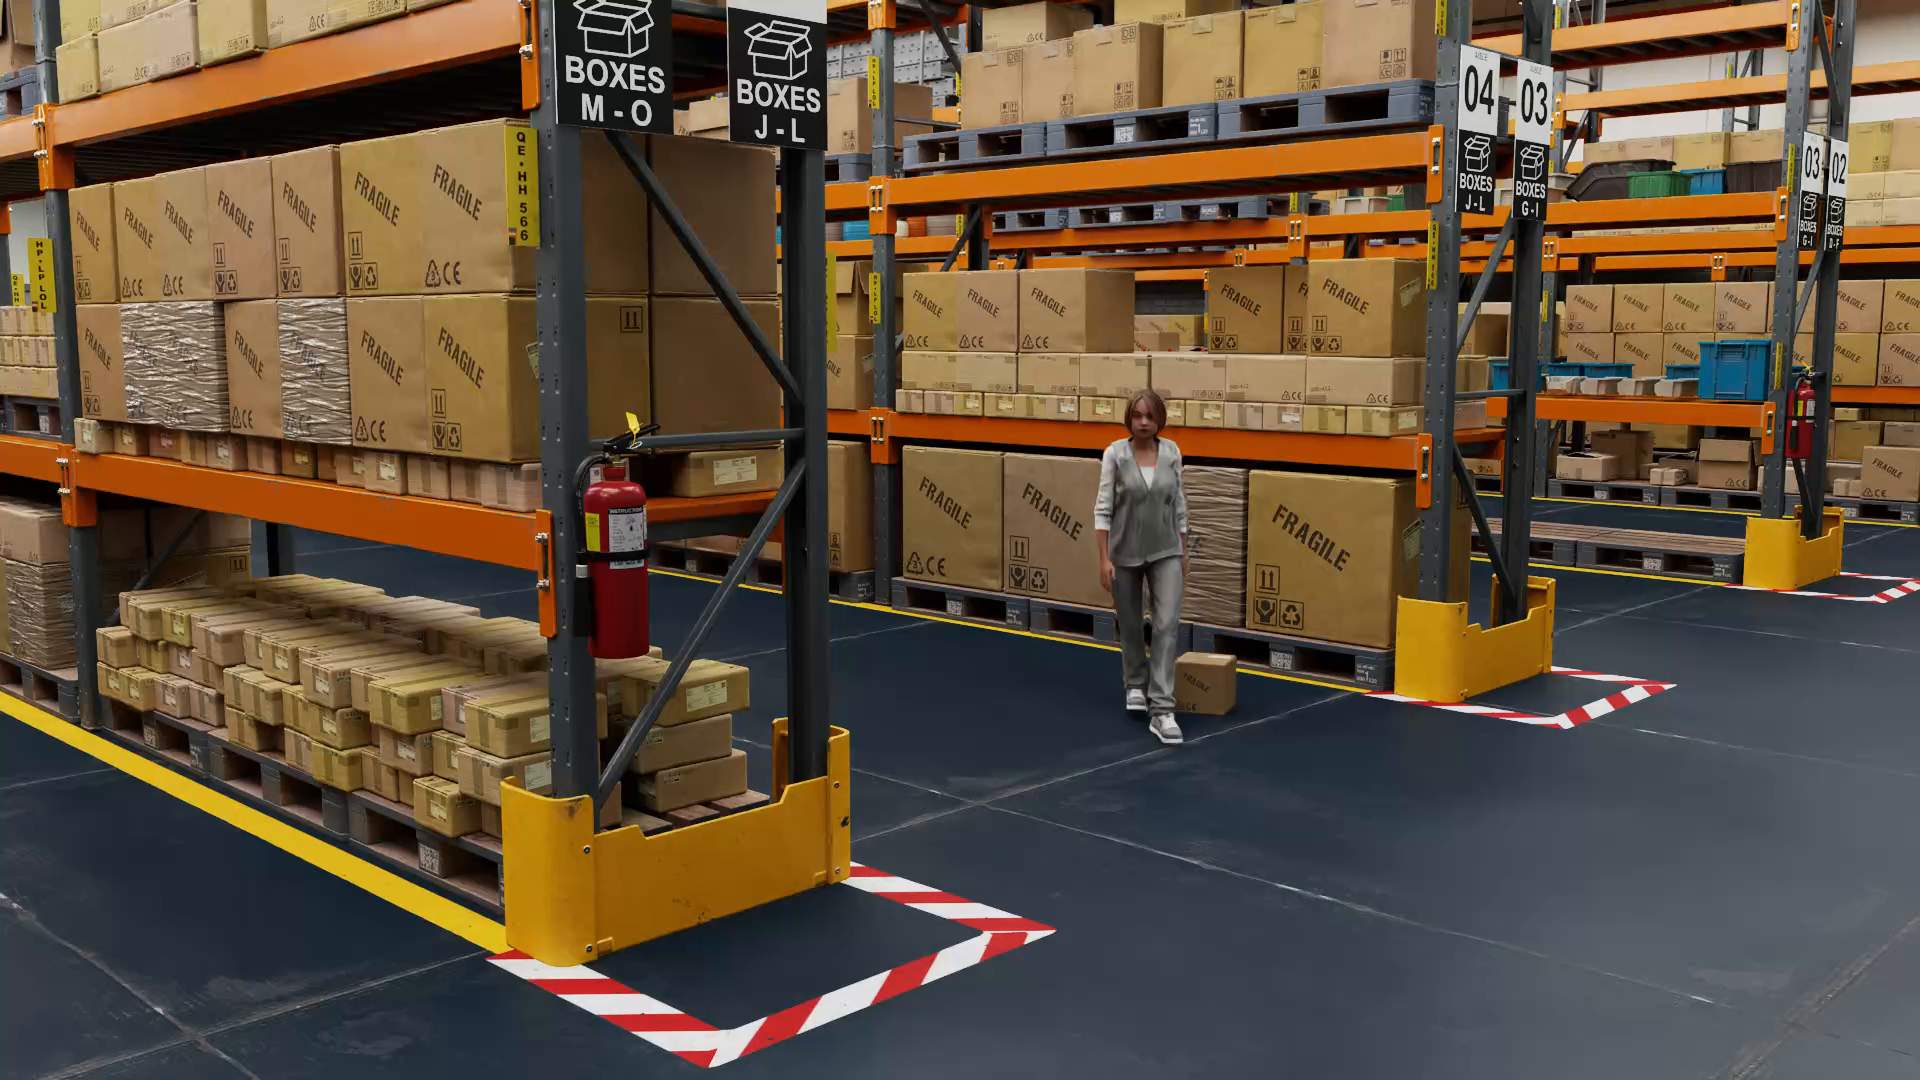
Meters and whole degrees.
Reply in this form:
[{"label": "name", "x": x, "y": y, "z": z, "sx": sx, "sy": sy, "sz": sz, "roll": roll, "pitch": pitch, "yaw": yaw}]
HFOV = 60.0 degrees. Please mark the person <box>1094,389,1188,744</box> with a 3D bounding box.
[{"label": "person", "x": 0.831, "y": 0.086, "z": 7.606, "sx": 0.442, "sy": 1.539, "sz": 0.877, "roll": 0, "pitch": 7, "yaw": 4}]
